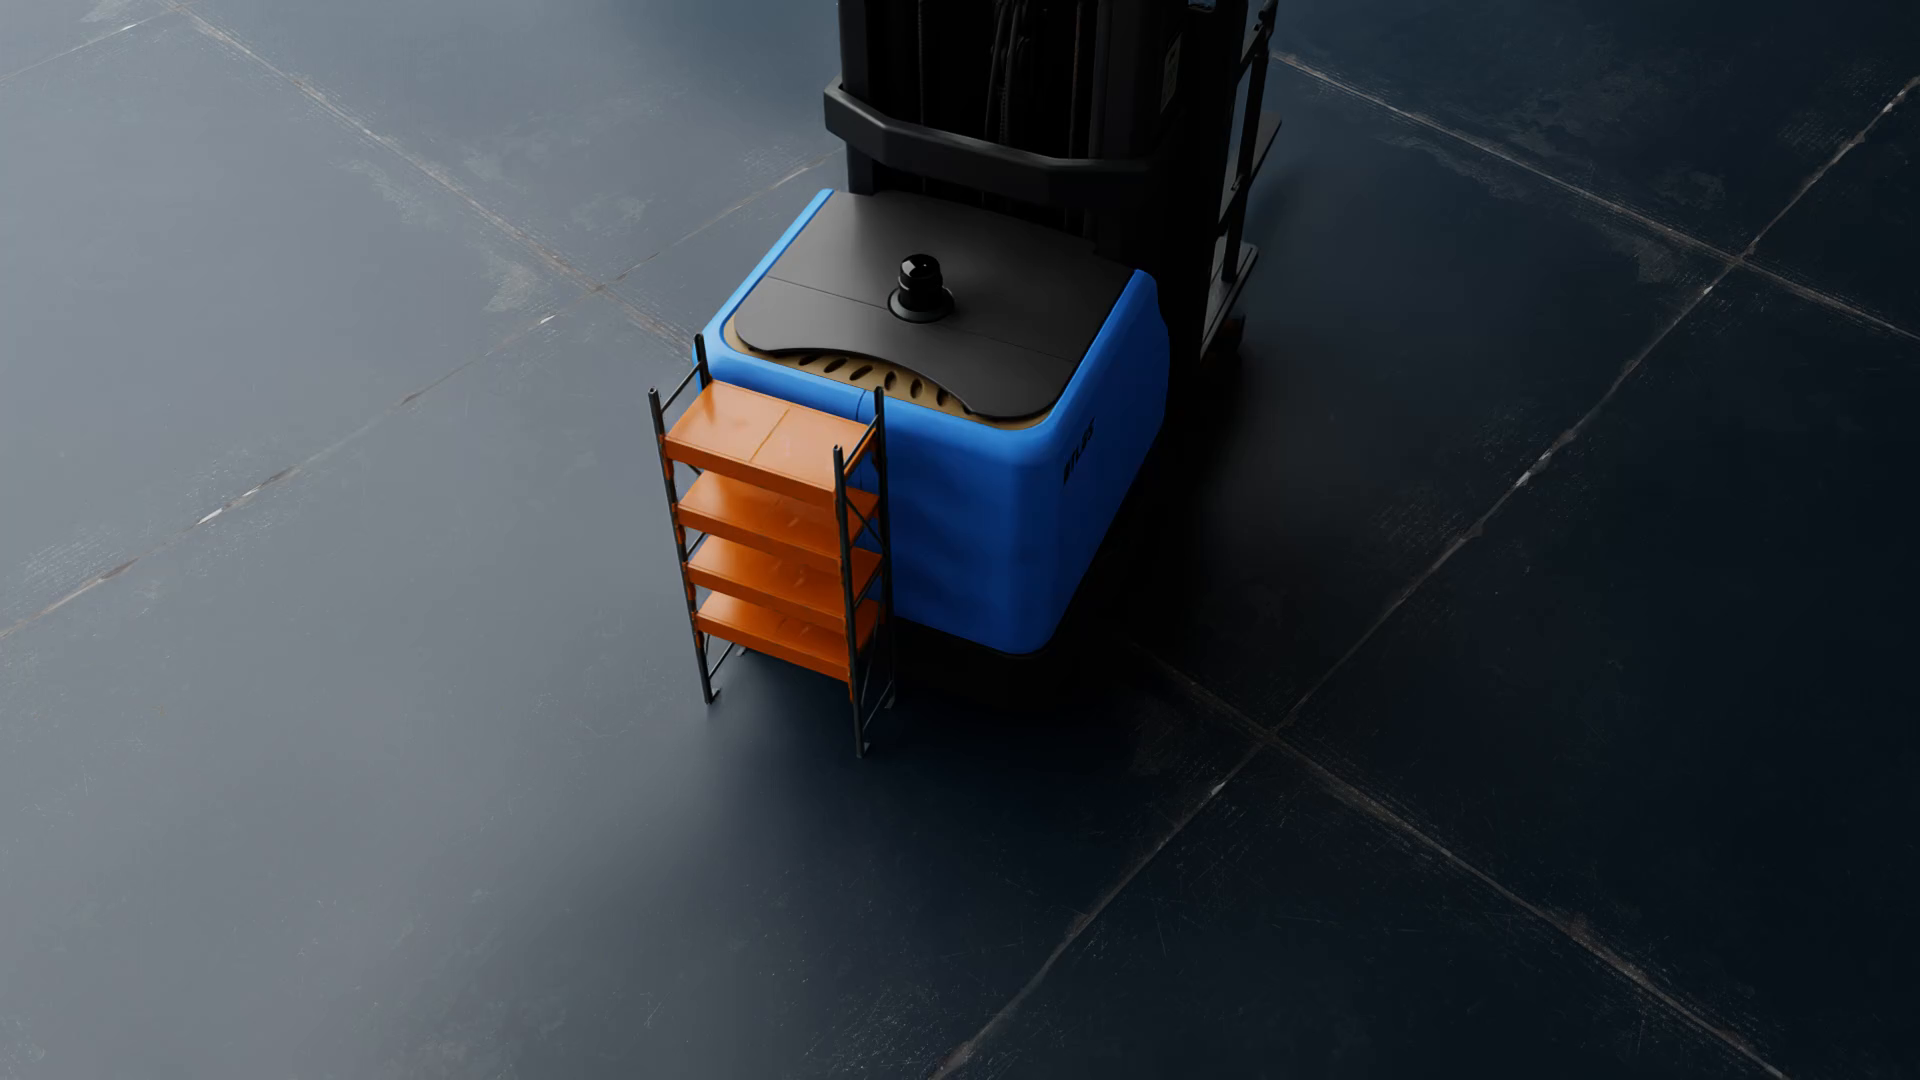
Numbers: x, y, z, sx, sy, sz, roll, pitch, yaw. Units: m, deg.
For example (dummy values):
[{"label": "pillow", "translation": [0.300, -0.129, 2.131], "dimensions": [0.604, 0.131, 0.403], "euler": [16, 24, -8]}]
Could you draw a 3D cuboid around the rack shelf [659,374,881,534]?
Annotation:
[{"label": "rack shelf", "translation": [-0.460, -0.216, 4.090], "dimensions": [0.480, 0.148, 0.258], "euler": [18, 49, 16]}]

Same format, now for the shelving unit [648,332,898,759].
[{"label": "shelving unit", "translation": [-0.460, 0.053, 4.377], "dimensions": [0.503, 1.200, 0.258], "euler": [18, 49, 16]}]

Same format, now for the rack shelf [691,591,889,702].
[{"label": "rack shelf", "translation": [-0.459, 0.234, 4.571], "dimensions": [0.480, 0.148, 0.258], "euler": [18, 49, 16]}]

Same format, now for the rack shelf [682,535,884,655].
[{"label": "rack shelf", "translation": [-0.460, 0.099, 4.426], "dimensions": [0.480, 0.148, 0.258], "euler": [18, 49, 16]}]

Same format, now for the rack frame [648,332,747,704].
[{"label": "rack frame", "translation": [-0.683, -0.018, 4.444], "dimensions": [0.015, 1.200, 0.240], "euler": [18, 49, 16]}]

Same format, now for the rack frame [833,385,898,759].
[{"label": "rack frame", "translation": [-0.236, 0.124, 4.310], "dimensions": [0.015, 1.200, 0.240], "euler": [18, 49, 16]}]

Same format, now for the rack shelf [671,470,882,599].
[{"label": "rack shelf", "translation": [-0.460, -0.054, 4.263], "dimensions": [0.480, 0.148, 0.258], "euler": [18, 49, 16]}]

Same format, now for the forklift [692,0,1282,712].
[{"label": "forklift", "translation": [0.344, -1.607, 4.749], "dimensions": [1.130, 2.935, 3.031], "euler": [18, 49, 16]}]
